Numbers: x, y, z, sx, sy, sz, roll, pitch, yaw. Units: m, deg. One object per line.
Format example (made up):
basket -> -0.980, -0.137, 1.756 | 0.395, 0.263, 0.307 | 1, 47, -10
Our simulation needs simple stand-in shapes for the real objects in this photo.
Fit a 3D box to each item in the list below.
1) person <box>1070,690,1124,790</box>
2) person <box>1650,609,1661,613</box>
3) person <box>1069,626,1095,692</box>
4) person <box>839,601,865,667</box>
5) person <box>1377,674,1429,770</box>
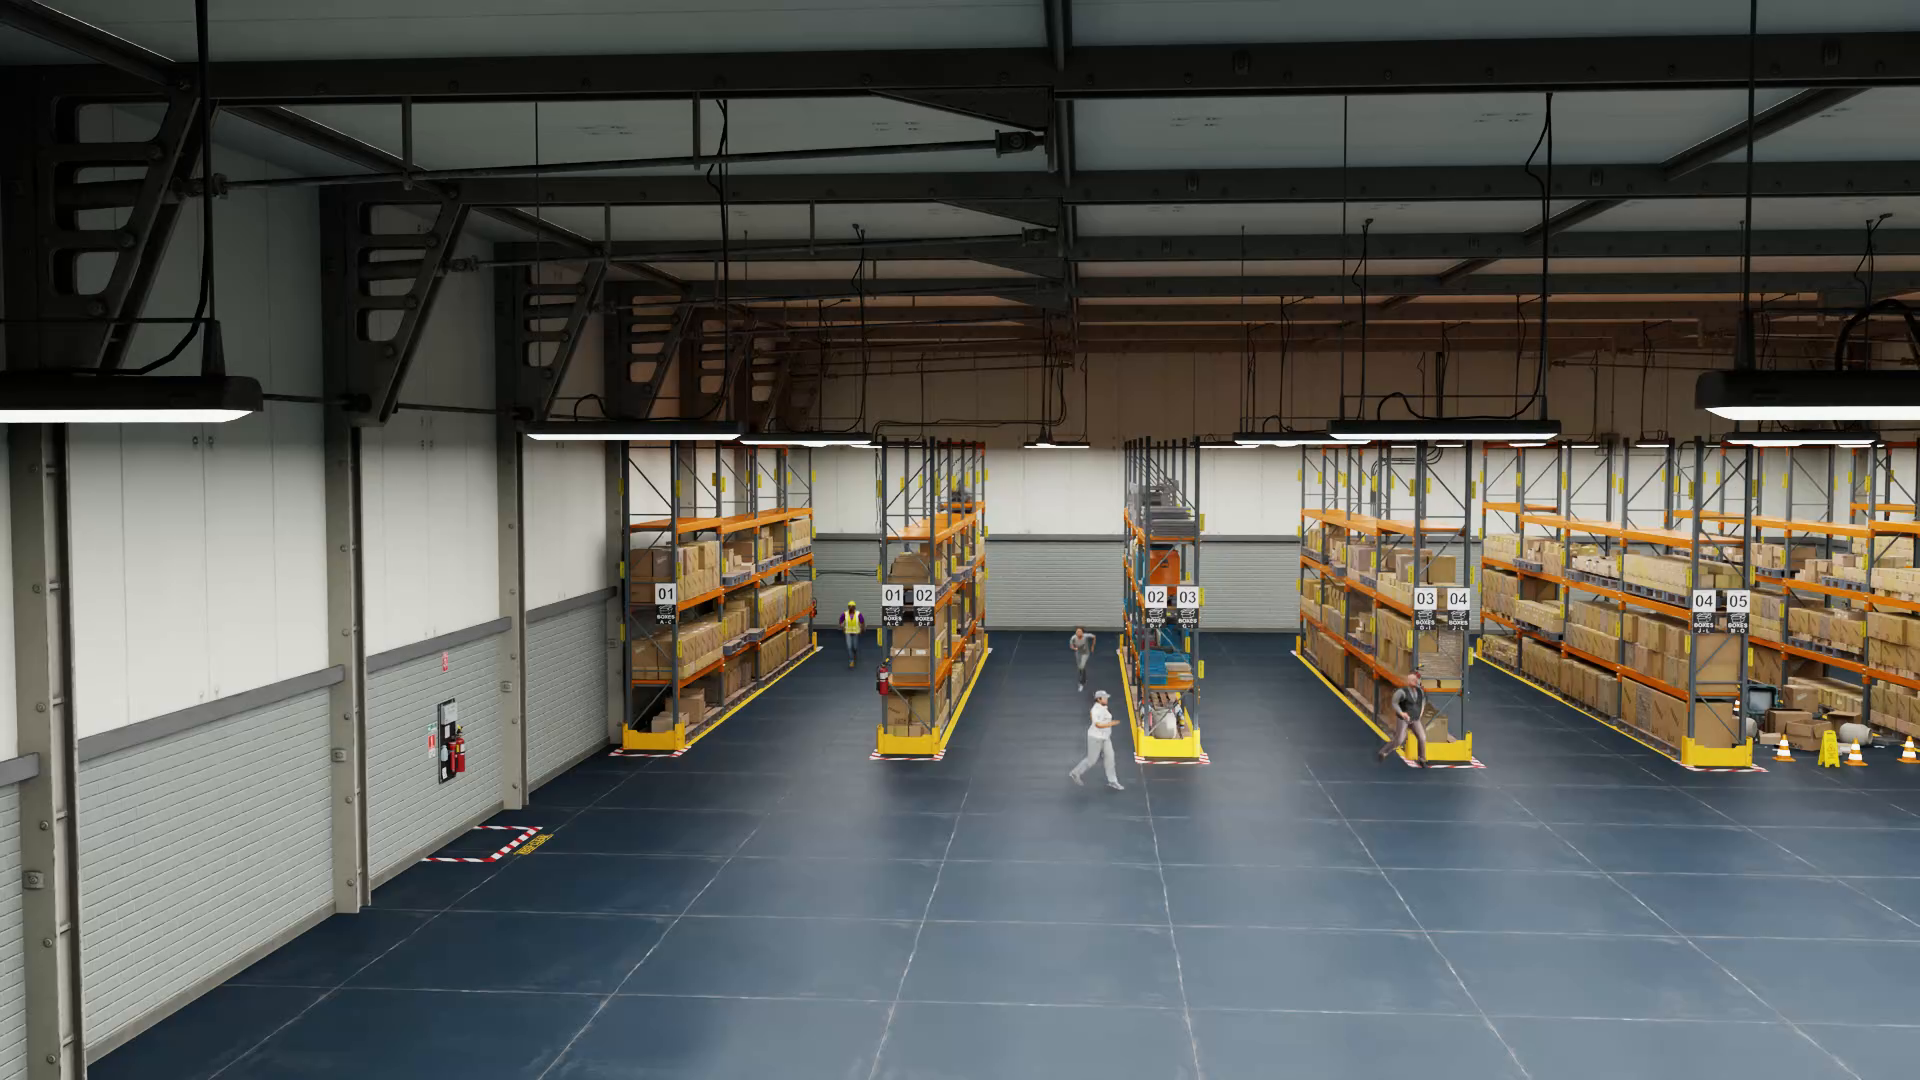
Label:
person -> 2.322, 3.364, 28.085 | 0.933, 1.669, 0.598 | 1, 3, 23
person -> 19.738, 2.339, 46.987 | 0.782, 1.735, 0.674 | 0, 3, -1
person -> 2.950, 2.827, 39.896 | 0.603, 1.614, 0.957 | 1, 3, 15
person -> -2.896, 2.494, 44.425 | 0.701, 1.732, 0.680 | 0, 3, -3
person -> 8.083, 3.283, 30.104 | 0.888, 1.721, 0.739 | -1, 3, -21
